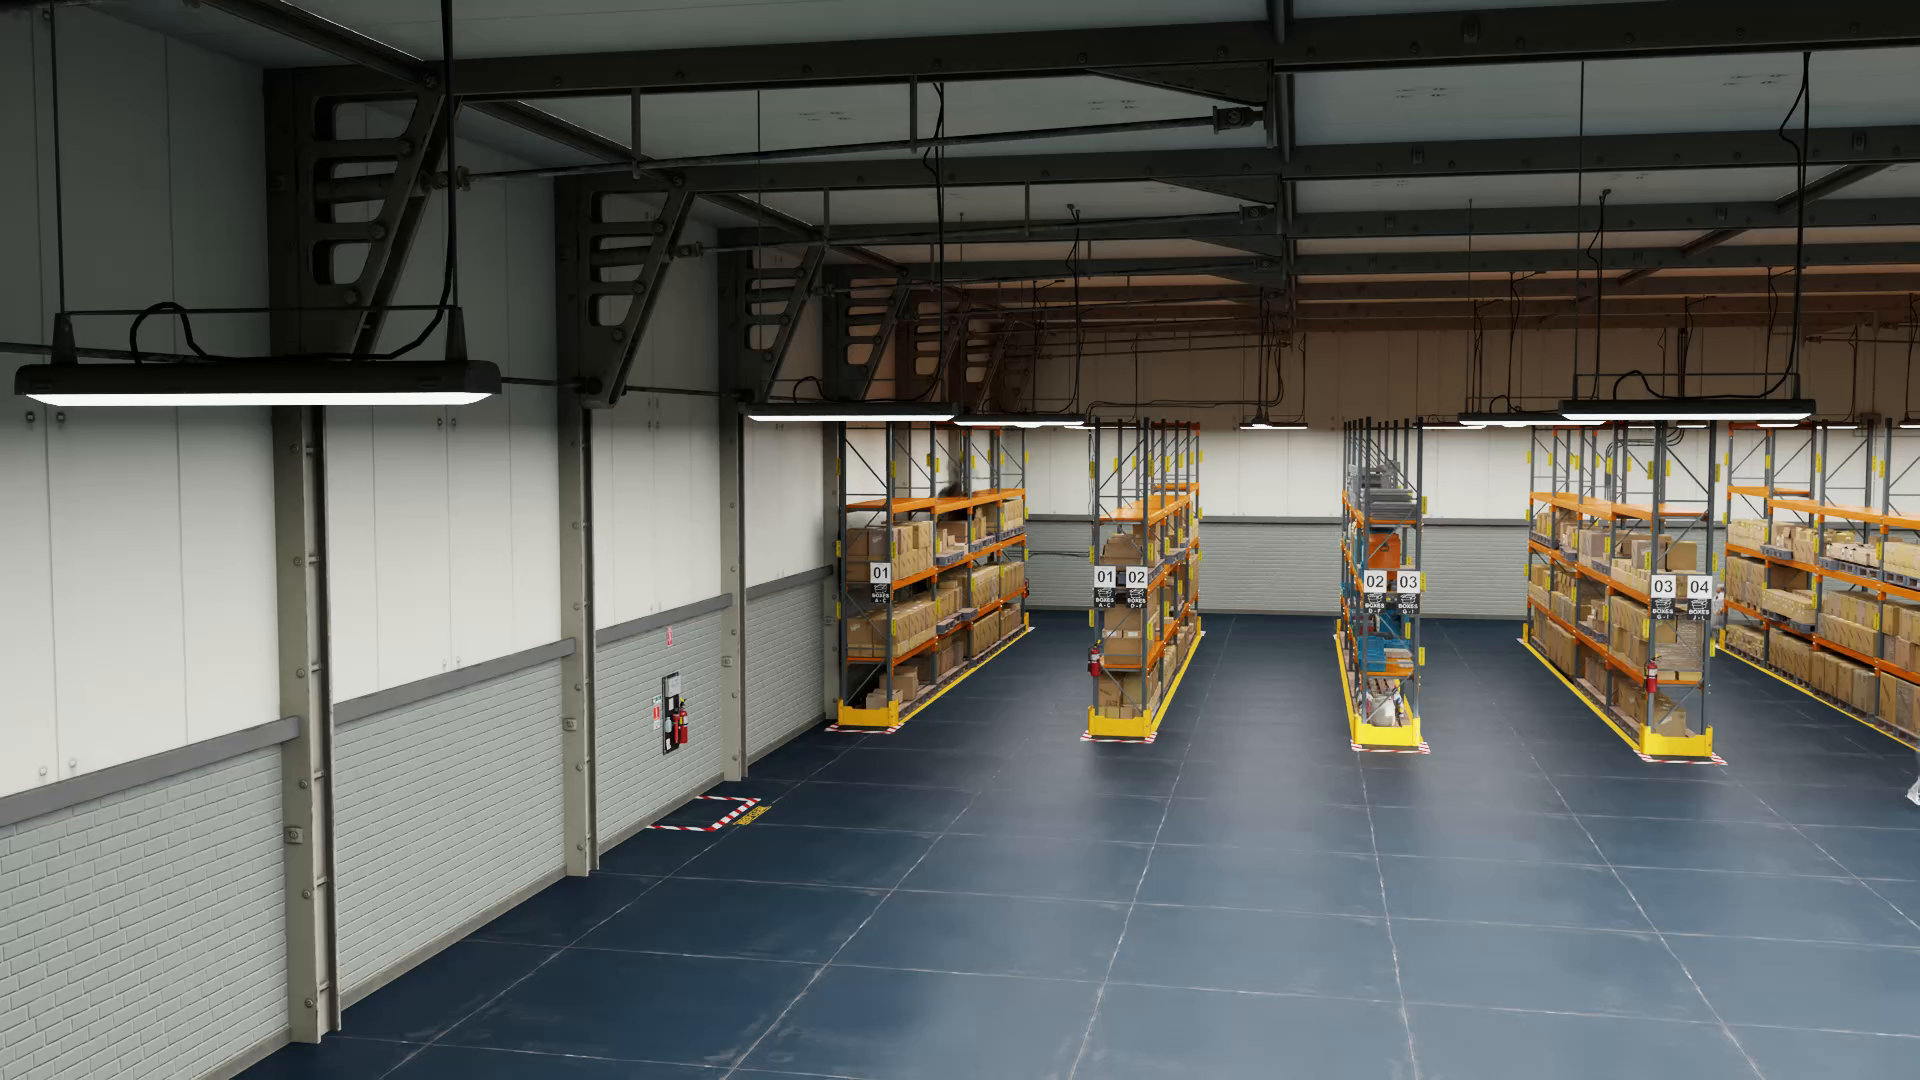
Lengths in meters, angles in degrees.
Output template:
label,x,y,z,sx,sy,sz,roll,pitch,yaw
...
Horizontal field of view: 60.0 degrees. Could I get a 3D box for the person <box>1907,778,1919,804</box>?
label,x,y,z,sx,sy,sz,roll,pitch,yaw
person,14.779,3.275,25.126,0.533,1.628,0.779,-3,5,-41

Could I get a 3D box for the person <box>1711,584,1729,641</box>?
label,x,y,z,sx,sy,sz,roll,pitch,yaw
person,20.707,1.997,45.362,0.541,1.596,0.637,0,4,7
